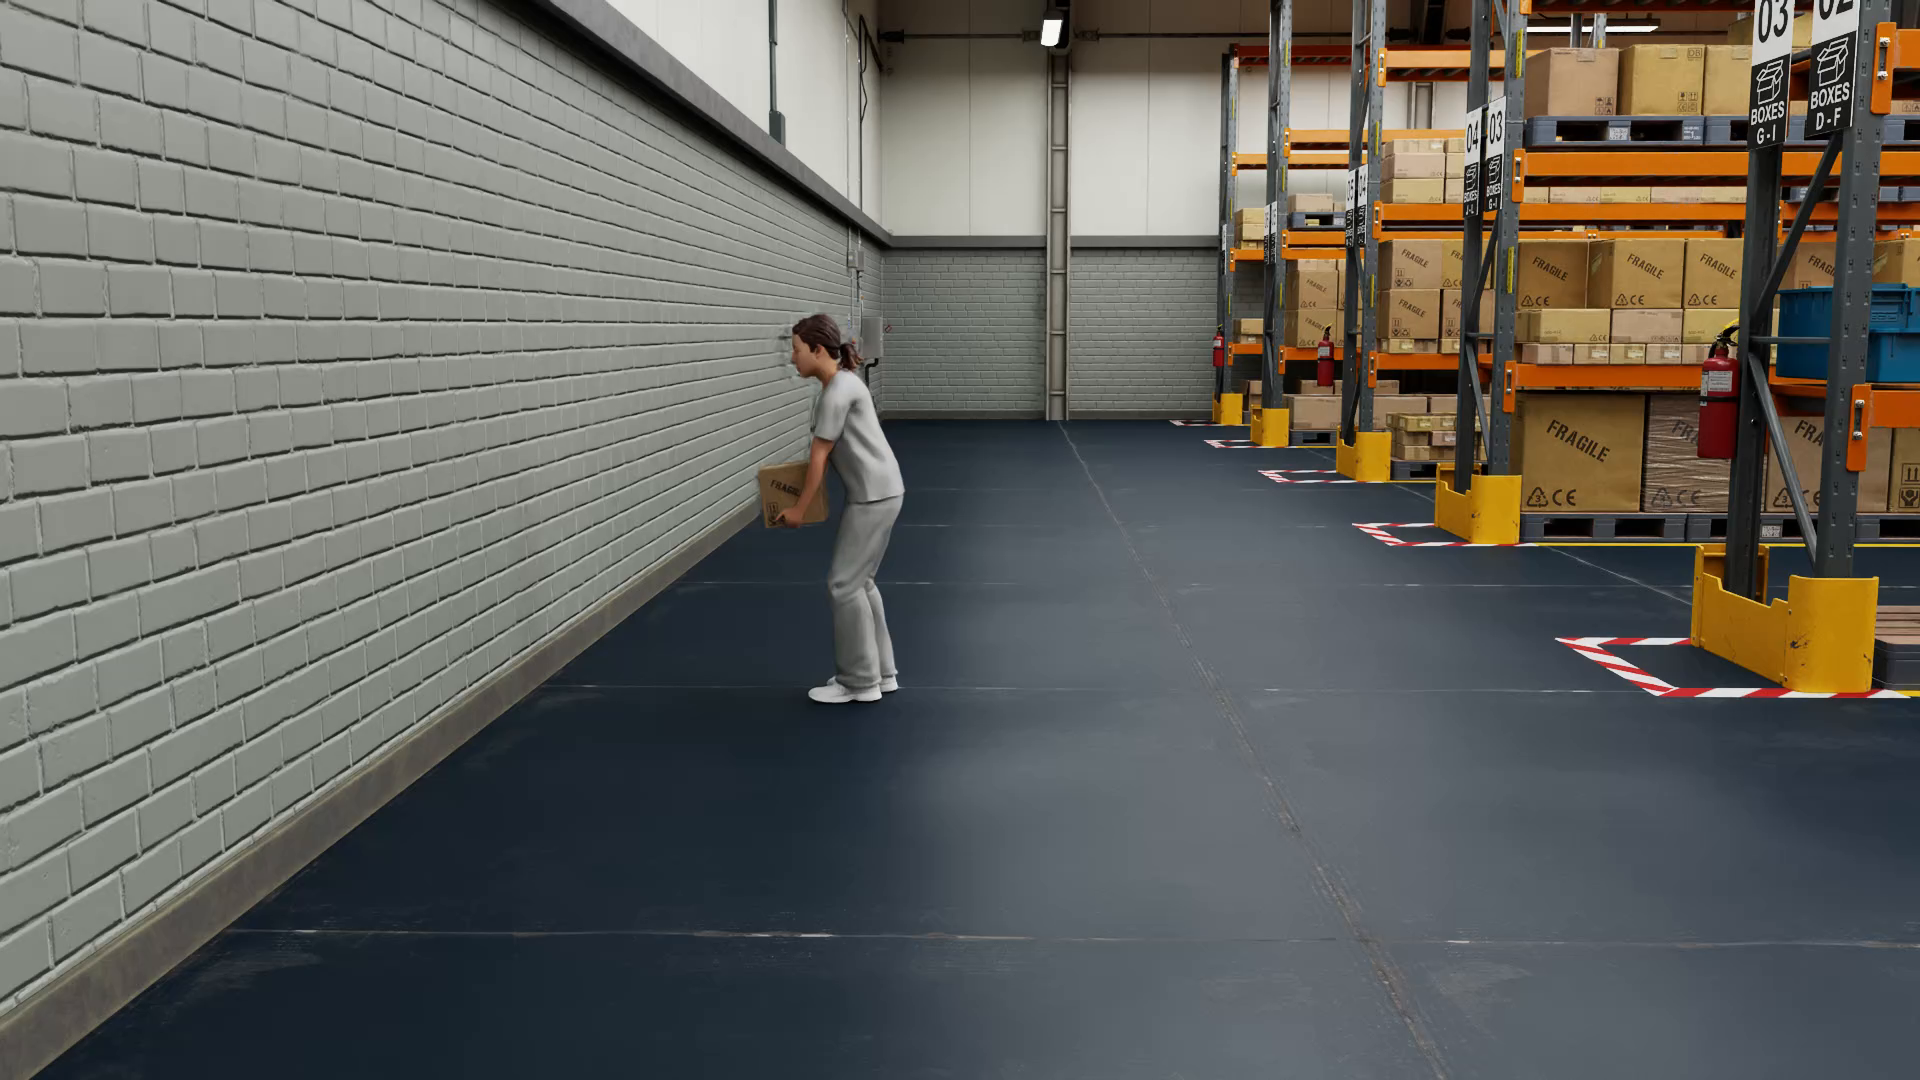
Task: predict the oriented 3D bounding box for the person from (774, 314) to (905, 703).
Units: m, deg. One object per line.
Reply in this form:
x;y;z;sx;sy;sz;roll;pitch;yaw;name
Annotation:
-0.503;-0.132;7.014;0.539;1.629;0.408;0;7;0;person
